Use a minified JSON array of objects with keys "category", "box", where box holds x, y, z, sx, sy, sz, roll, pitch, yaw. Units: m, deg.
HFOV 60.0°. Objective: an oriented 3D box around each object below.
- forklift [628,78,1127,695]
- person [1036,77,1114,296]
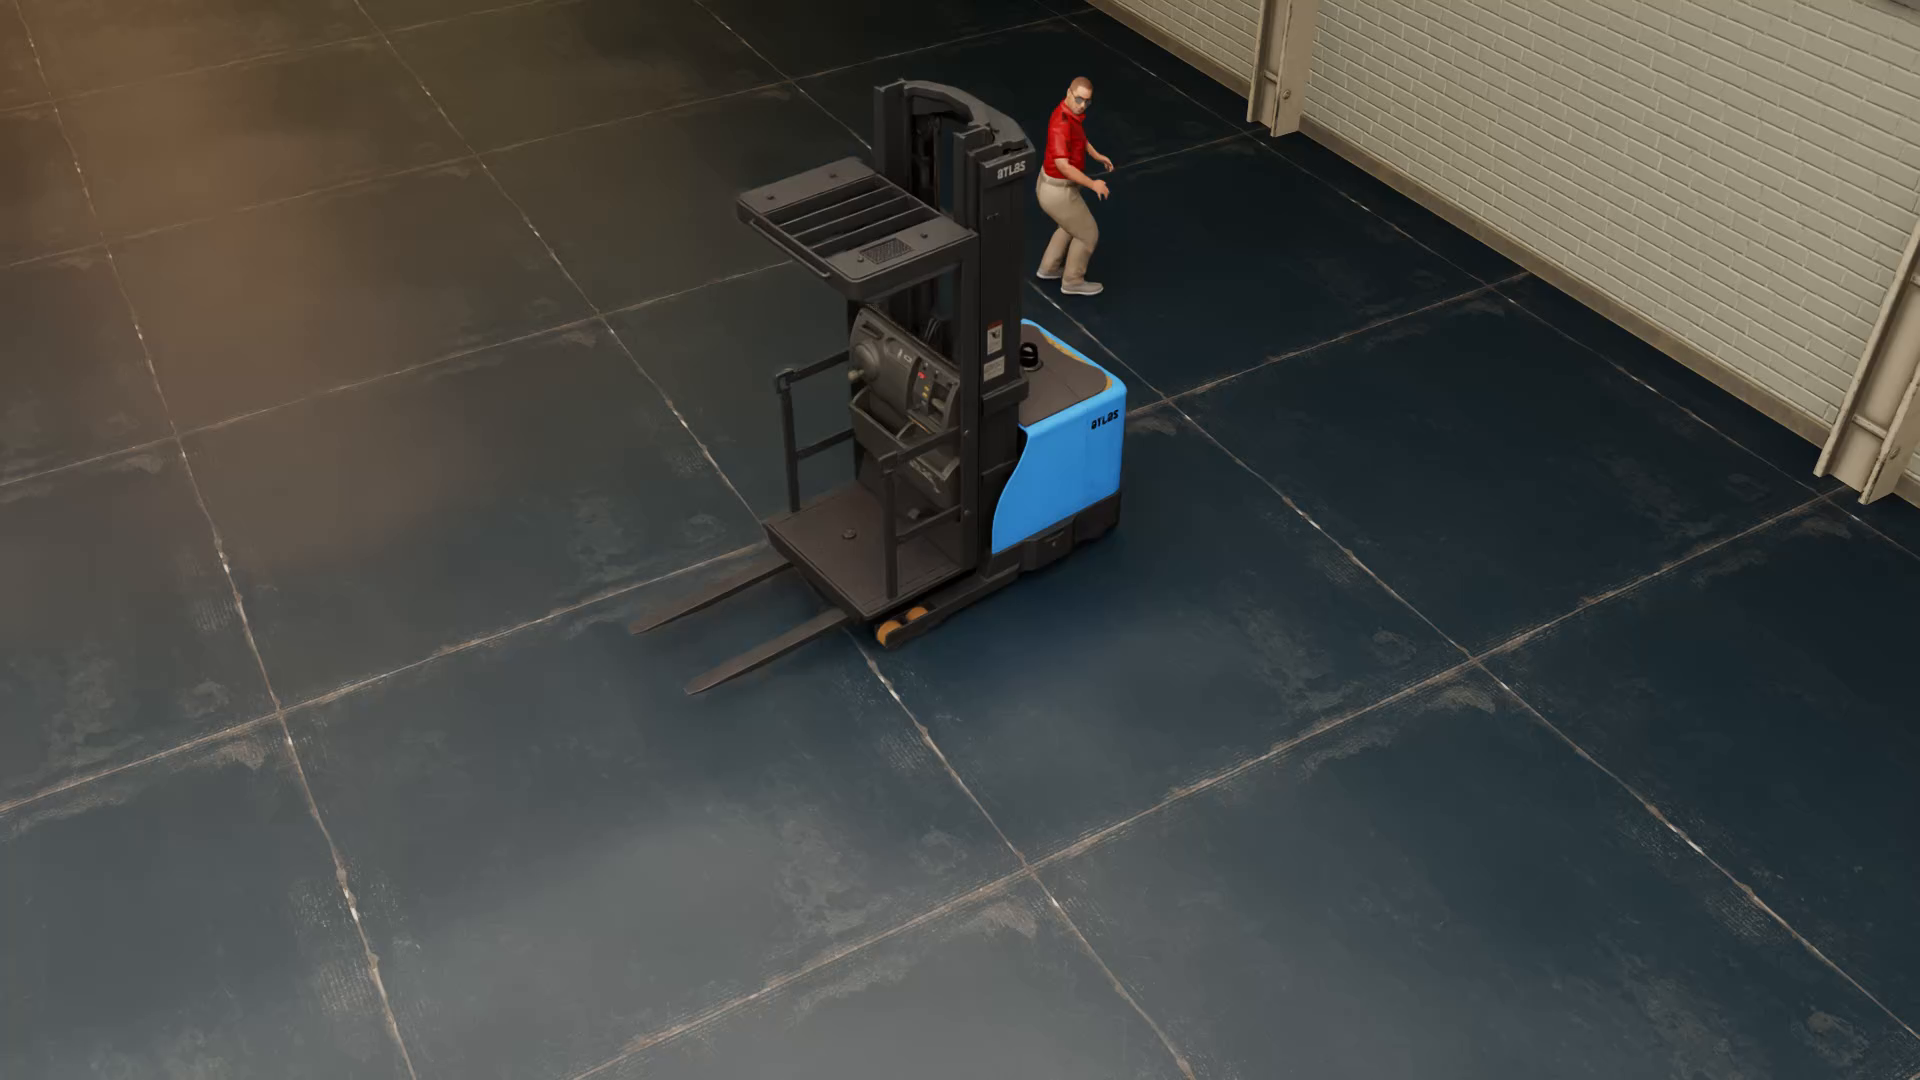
[{"category":"forklift","box":[-0.478,-0.883,9.101,3.031,2.935,1.130,-26,46,-28]},{"category":"person","box":[0.858,-2.580,12.167,0.604,1.684,0.775,-2,40,-2]}]
